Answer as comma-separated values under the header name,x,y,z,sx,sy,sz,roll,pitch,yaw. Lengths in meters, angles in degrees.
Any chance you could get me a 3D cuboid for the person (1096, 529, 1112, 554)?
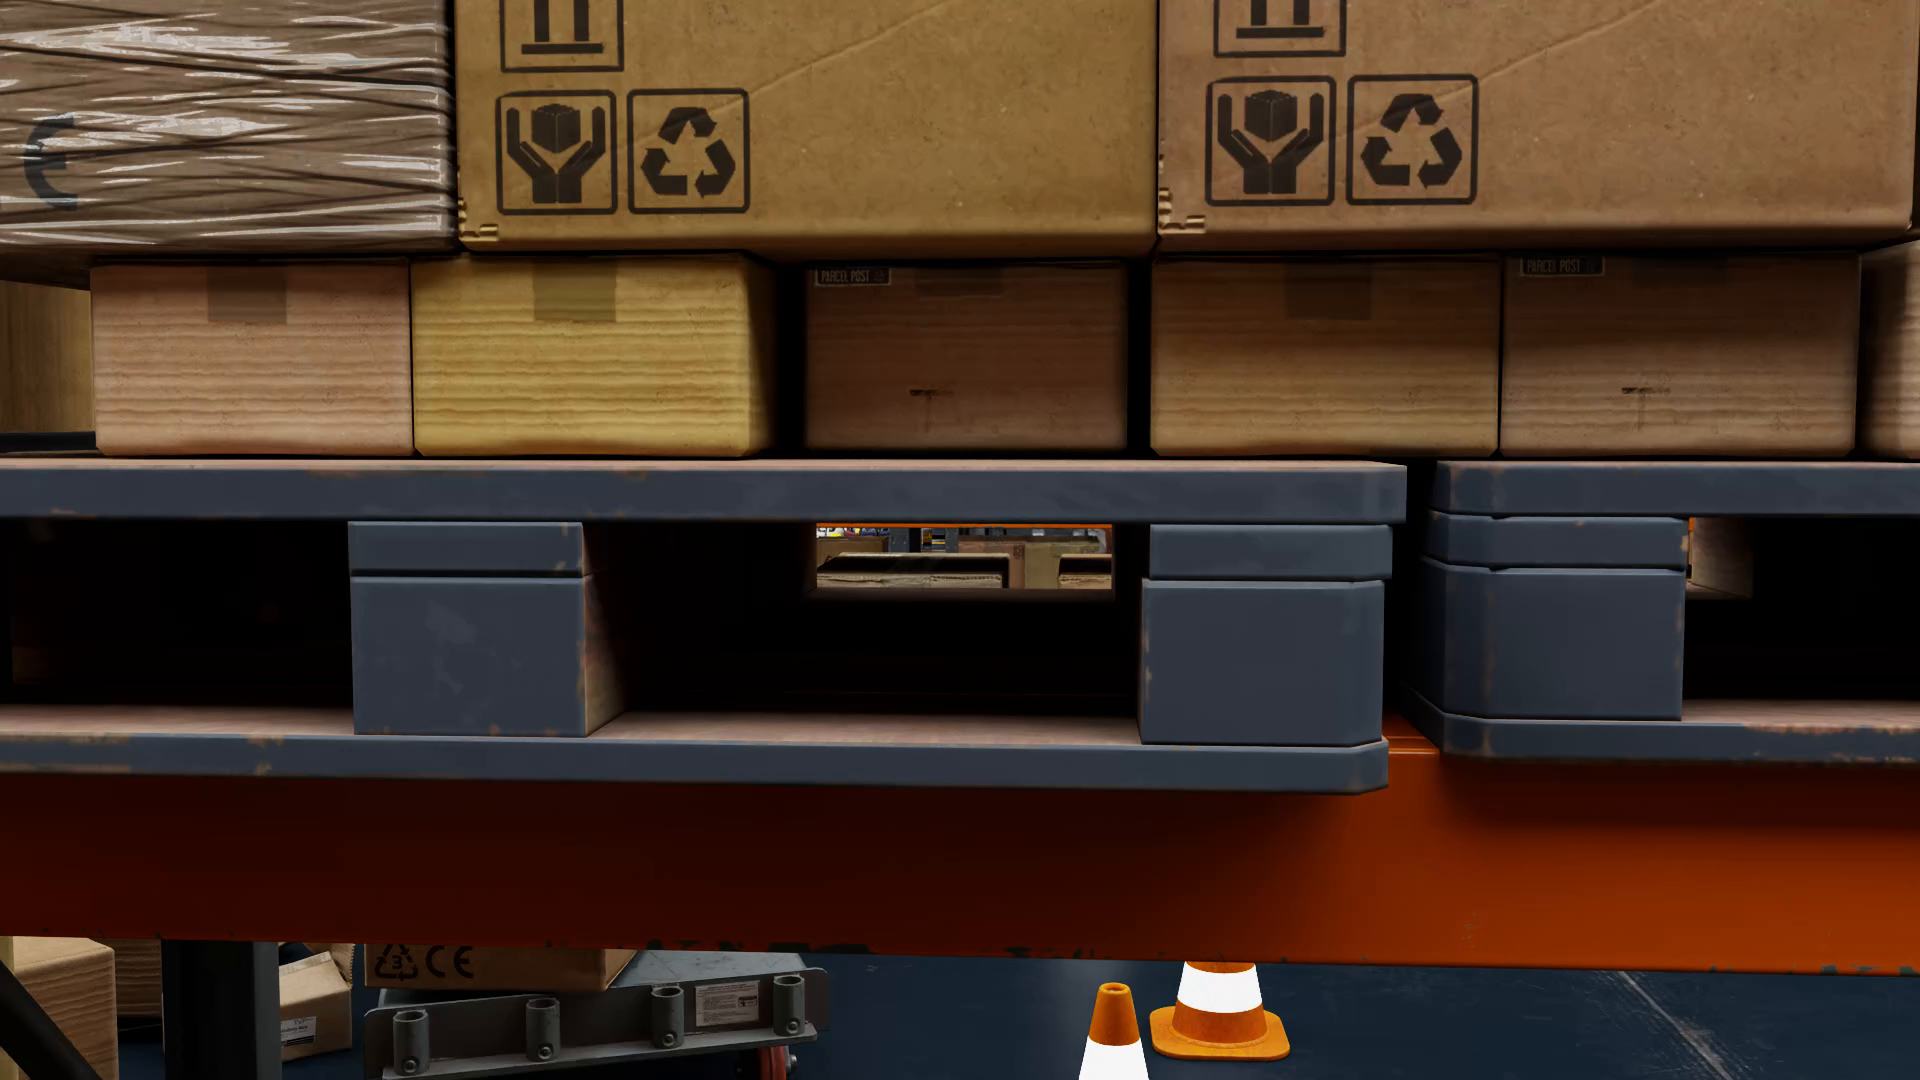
name,x,y,z,sx,sy,sz,roll,pitch,yaw
person,1.106,-0.074,10.098,0.748,1.752,0.593,0,4,5
